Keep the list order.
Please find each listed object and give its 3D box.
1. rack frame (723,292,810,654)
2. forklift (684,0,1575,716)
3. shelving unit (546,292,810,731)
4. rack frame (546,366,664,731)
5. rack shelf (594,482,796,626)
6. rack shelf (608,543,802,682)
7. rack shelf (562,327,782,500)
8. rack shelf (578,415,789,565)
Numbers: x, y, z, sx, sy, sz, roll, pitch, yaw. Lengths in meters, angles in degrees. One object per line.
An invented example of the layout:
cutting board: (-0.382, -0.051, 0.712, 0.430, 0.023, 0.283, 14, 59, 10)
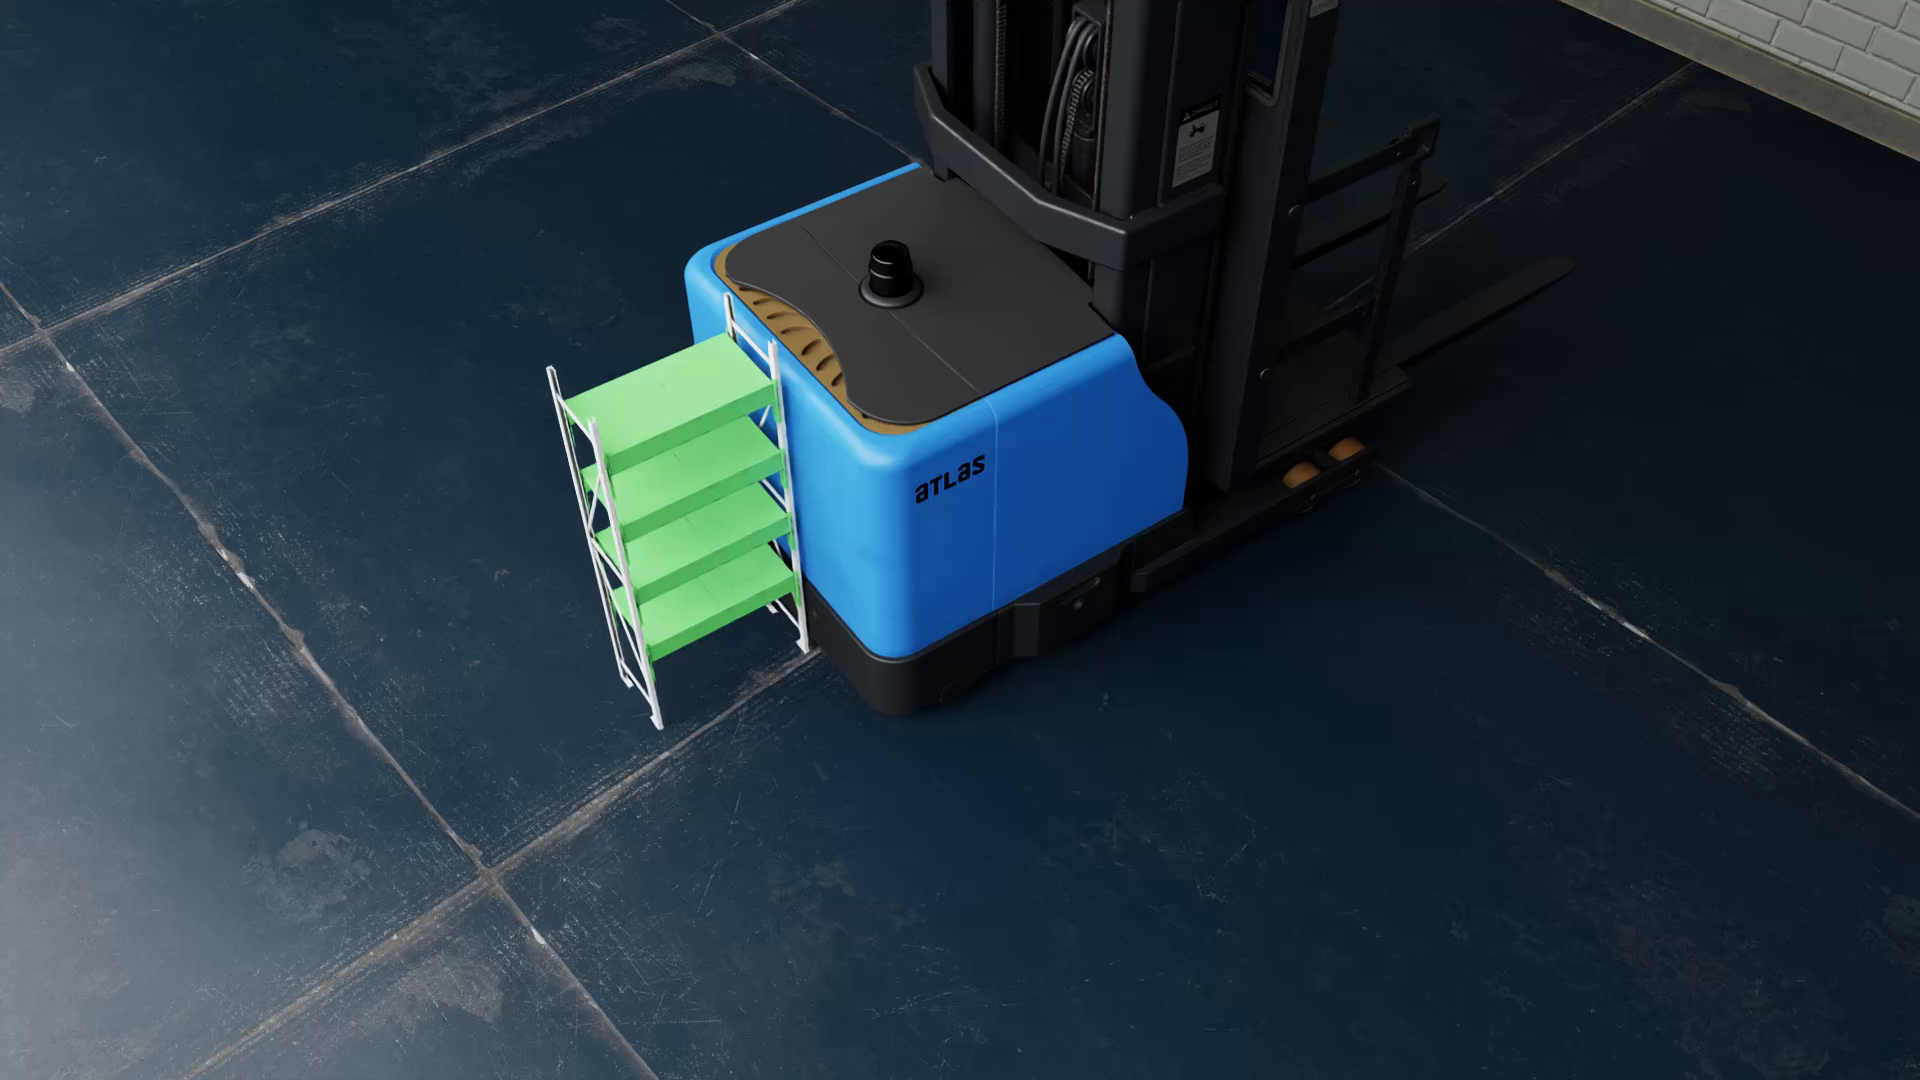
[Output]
rack frame: (-0.522, -0.144, 4.566, 0.015, 1.200, 0.240, -27, 53, -23)
forklift: (0.734, -1.373, 4.523, 3.031, 2.935, 1.130, -27, 53, -23)
shelving unit: (-0.721, -0.041, 4.471, 0.503, 1.200, 0.258, -27, 53, -23)
rack frame: (-0.921, 0.062, 4.376, 0.015, 1.200, 0.240, -27, 53, -23)
rack shelf: (-0.721, 0.003, 4.518, 0.480, 0.148, 0.258, -27, 53, -23)
rack shelf: (-0.721, 0.165, 4.695, 0.480, 0.148, 0.258, -27, 53, -23)
rack shelf: (-0.721, -0.323, 4.165, 0.480, 0.148, 0.258, -27, 53, -23)
rack shelf: (-0.721, -0.160, 4.342, 0.480, 0.148, 0.258, -27, 53, -23)
